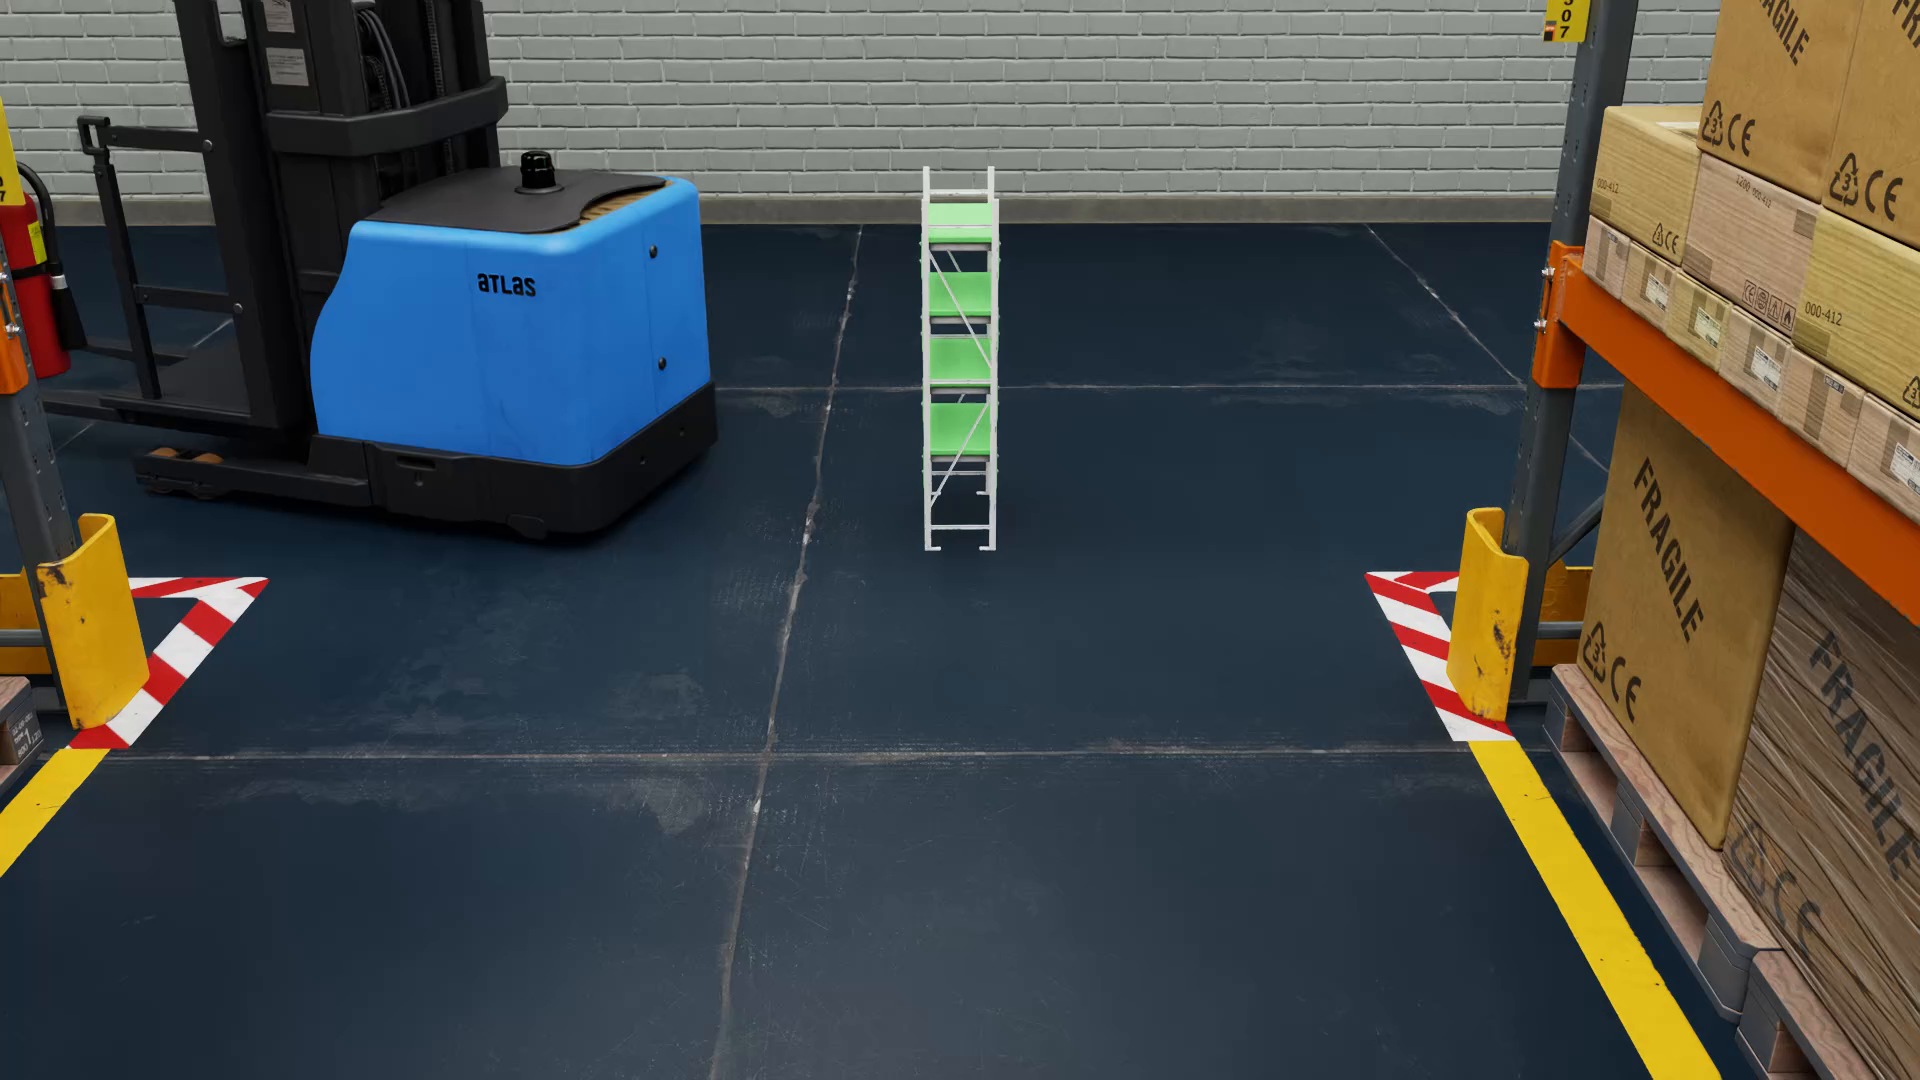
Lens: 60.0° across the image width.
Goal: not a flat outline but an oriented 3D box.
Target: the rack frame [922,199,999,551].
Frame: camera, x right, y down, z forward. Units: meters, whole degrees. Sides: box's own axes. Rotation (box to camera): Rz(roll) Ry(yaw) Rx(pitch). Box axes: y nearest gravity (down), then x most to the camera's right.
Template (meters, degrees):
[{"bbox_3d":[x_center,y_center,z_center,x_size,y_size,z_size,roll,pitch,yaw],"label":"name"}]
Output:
[{"bbox_3d":[0.001,-0.514,5.431,0.240,1.200,0.015,0,24,-1],"label":"rack frame"}]

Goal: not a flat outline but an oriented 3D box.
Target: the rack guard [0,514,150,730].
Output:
[{"bbox_3d":[-2.950,0.227,4.642,1.175,0.500,0.348,0,24,-1],"label":"rack guard"}]

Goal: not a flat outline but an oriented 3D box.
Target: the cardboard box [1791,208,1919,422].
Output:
[{"bbox_3d":[1.765,-0.371,2.752,0.500,0.250,0.500,-1,24,-2],"label":"cardboard box"}]

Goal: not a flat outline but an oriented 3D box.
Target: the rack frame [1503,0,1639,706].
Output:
[{"bbox_3d":[2.016,-0.924,4.154,1.000,3.000,0.127,0,24,-1],"label":"rack frame"}]

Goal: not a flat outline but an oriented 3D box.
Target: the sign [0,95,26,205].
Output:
[{"bbox_3d":[-2.387,-0.986,4.091,0.100,0.325,0.005,0,24,-1],"label":"sign"}]

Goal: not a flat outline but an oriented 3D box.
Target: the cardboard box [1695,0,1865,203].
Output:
[{"bbox_3d":[1.756,-0.928,3.074,0.500,0.500,0.500,-1,24,-2],"label":"cardboard box"}]

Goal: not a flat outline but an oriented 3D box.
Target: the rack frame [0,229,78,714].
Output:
[{"bbox_3d":[-2.937,-0.902,4.105,1.000,3.000,0.127,0,24,-1],"label":"rack frame"}]

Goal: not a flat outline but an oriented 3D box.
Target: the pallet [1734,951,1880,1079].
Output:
[{"bbox_3d":[2.113,1.177,2.892,1.003,0.211,1.213,0,24,-1],"label":"pallet"}]

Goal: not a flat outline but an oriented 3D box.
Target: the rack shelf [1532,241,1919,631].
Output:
[{"bbox_3d":[2.038,0.227,2.480,1.077,0.370,4.000,0,24,-1],"label":"rack shelf"}]

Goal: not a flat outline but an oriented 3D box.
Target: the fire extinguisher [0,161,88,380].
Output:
[{"bbox_3d":[-2.484,-0.761,4.340,0.296,0.674,0.183,0,24,-1],"label":"fire extinguisher"}]

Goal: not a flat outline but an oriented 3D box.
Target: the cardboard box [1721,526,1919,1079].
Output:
[{"bbox_3d":[2.113,0.491,3.094,0.875,0.875,0.875,0,24,-1],"label":"cardboard box"}]

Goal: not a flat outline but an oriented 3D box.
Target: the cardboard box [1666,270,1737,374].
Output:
[{"bbox_3d":[1.697,-0.451,3.412,0.380,0.149,0.250,-1,24,-2],"label":"cardboard box"}]

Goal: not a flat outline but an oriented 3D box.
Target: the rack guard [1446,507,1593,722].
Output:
[{"bbox_3d":[2.015,0.205,4.691,1.175,0.500,0.348,0,24,-1],"label":"rack guard"}]

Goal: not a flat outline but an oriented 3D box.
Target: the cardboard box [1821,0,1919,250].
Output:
[{"bbox_3d":[1.768,-0.715,2.602,0.500,0.500,0.500,-1,24,-2],"label":"cardboard box"}]

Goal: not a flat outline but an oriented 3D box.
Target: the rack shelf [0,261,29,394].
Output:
[{"bbox_3d":[-2.915,0.250,2.431,1.077,0.370,4.000,0,24,-1],"label":"rack shelf"}]

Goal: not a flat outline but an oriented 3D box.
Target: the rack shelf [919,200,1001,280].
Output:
[{"bbox_3d":[-0.002,-0.994,5.482,0.258,0.148,0.480,0,24,-1],"label":"rack shelf"}]

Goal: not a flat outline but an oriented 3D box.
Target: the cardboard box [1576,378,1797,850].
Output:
[{"bbox_3d":[2.103,0.116,3.923,0.875,0.875,0.875,0,24,-1],"label":"cardboard box"}]

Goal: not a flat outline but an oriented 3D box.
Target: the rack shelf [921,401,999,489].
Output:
[{"bbox_3d":[-0.002,-0.338,5.779,0.258,0.148,0.480,0,24,-1],"label":"rack shelf"}]

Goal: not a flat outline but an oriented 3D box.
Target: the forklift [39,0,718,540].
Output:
[{"bbox_3d":[-2.512,-1.679,5.906,3.031,2.935,1.130,8,25,16],"label":"forklift"}]

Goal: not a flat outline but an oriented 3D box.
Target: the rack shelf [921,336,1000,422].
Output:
[{"bbox_3d":[-0.002,-0.557,5.680,0.258,0.148,0.480,0,24,-1],"label":"rack shelf"}]

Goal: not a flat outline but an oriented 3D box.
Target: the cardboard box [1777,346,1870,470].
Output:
[{"bbox_3d":[1.703,-0.239,2.943,0.380,0.149,0.250,-1,24,-2],"label":"cardboard box"}]

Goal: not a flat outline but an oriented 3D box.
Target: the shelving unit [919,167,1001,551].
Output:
[{"bbox_3d":[-0.002,-0.615,5.654,0.258,1.200,0.503,0,24,-1],"label":"shelving unit"}]

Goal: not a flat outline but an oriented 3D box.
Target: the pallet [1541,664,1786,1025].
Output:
[{"bbox_3d":[2.103,0.675,4.001,1.003,0.211,1.213,0,24,-1],"label":"pallet"}]

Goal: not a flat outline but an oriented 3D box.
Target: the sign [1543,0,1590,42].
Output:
[{"bbox_3d":[1.461,-1.355,3.959,0.100,0.325,0.005,0,24,-1],"label":"sign"}]

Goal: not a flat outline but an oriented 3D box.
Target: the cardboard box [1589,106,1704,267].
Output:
[{"bbox_3d":[1.751,-0.793,3.684,0.500,0.250,0.500,-1,24,-2],"label":"cardboard box"}]

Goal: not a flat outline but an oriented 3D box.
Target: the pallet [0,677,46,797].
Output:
[{"bbox_3d":[-2.967,0.708,3.928,1.003,0.211,1.213,0,24,-1],"label":"pallet"}]

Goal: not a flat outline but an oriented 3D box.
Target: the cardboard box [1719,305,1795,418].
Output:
[{"bbox_3d":[1.701,-0.344,3.174,0.380,0.149,0.250,-1,24,-1],"label":"cardboard box"}]

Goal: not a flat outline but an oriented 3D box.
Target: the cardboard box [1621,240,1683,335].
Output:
[{"bbox_3d":[1.694,-0.557,3.645,0.380,0.149,0.250,-1,24,-1],"label":"cardboard box"}]

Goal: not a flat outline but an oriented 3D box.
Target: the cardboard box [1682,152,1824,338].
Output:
[{"bbox_3d":[1.763,-0.578,3.210,0.500,0.250,0.500,-1,24,-1],"label":"cardboard box"}]

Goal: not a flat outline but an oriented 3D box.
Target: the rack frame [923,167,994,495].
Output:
[{"bbox_3d":[-0.004,-0.715,5.876,0.240,1.200,0.015,0,24,-1],"label":"rack frame"}]

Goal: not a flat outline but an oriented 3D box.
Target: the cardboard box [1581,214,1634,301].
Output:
[{"bbox_3d":[1.690,-0.662,3.879,0.380,0.149,0.250,0,24,0],"label":"cardboard box"}]

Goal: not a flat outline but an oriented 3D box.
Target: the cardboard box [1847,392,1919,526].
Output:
[{"bbox_3d":[1.706,-0.132,2.708,0.380,0.149,0.250,-1,24,-1],"label":"cardboard box"}]

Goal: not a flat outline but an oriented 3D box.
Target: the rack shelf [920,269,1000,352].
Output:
[{"bbox_3d":[-0.002,-0.775,5.581,0.258,0.148,0.480,0,24,-1],"label":"rack shelf"}]
